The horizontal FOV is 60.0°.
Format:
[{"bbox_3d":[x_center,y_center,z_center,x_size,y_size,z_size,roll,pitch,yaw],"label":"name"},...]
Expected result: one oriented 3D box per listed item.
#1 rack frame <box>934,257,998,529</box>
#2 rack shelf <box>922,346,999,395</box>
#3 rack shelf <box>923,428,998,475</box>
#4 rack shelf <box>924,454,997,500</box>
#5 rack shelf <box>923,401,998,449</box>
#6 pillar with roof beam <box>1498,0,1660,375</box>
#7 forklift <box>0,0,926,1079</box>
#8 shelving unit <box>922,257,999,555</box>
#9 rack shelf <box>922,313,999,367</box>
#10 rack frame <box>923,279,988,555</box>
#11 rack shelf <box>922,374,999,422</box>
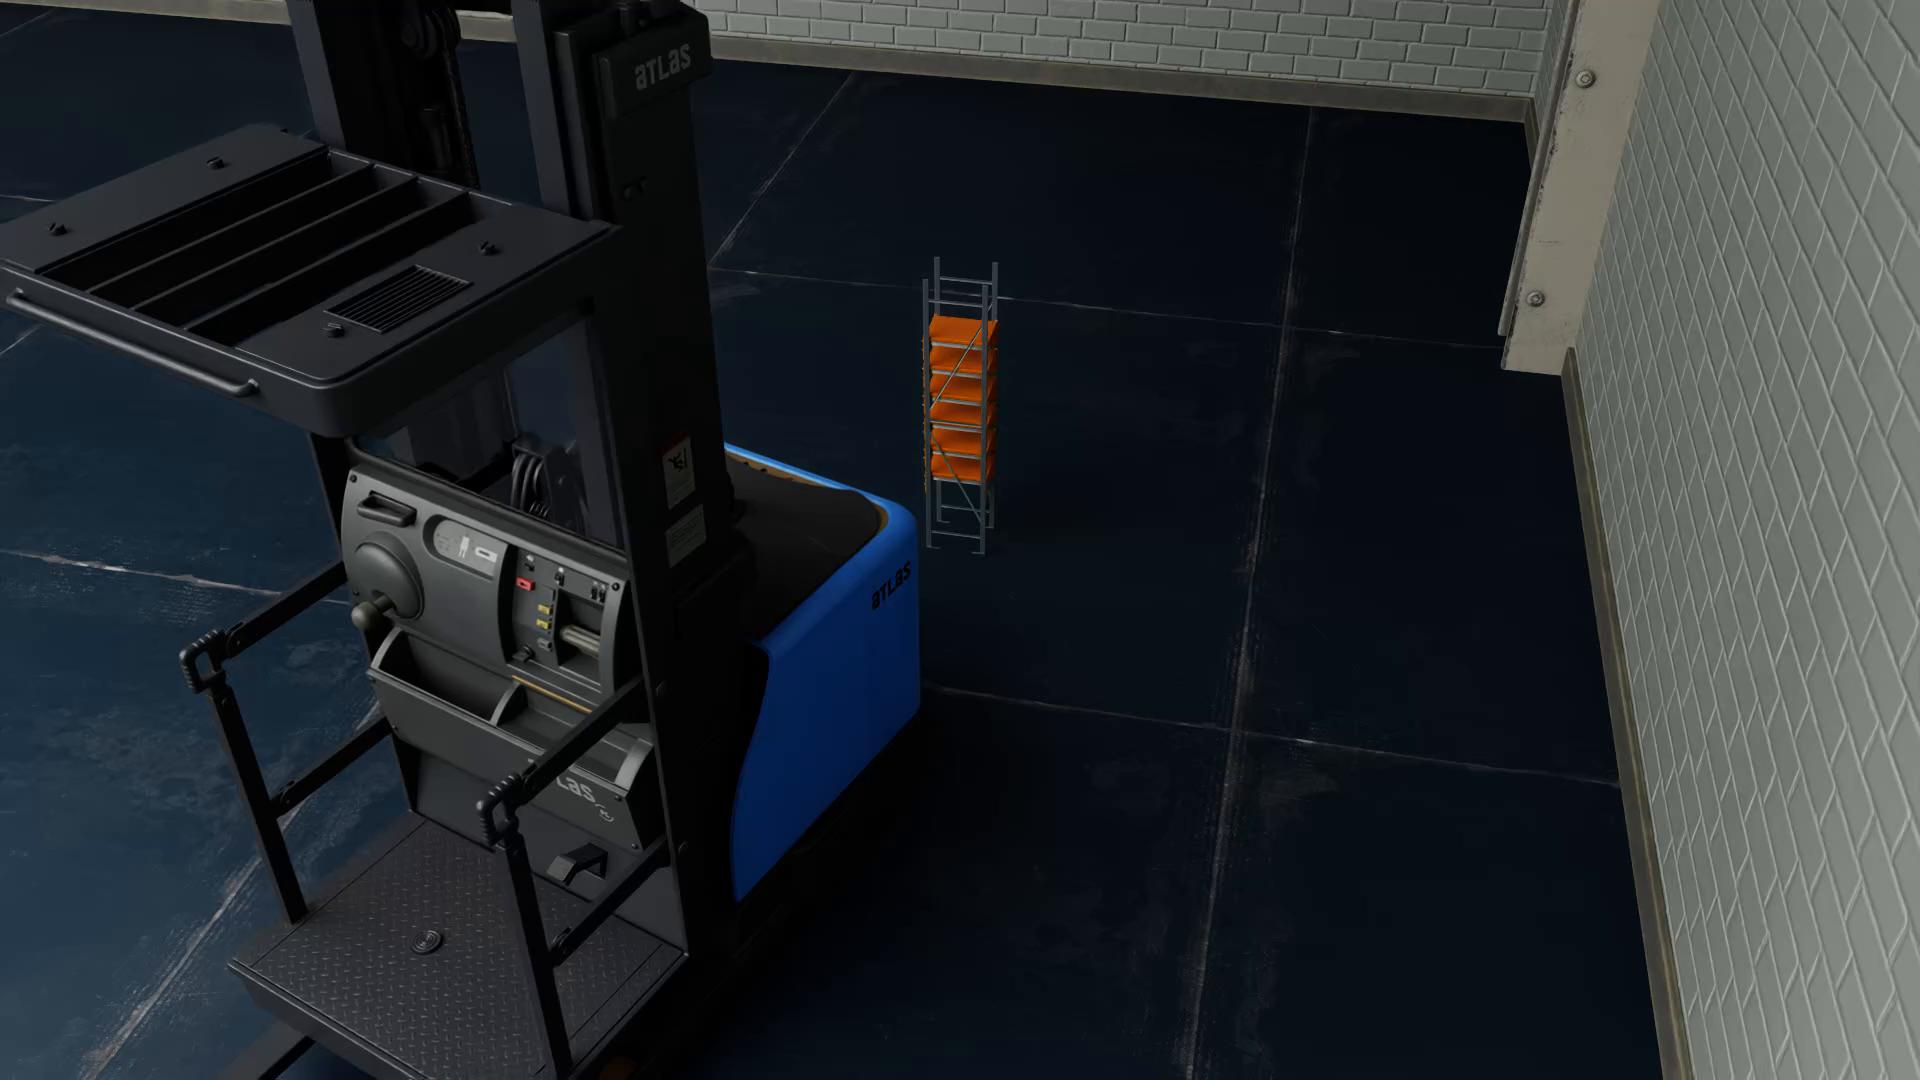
[{"bbox_3d":[0.023,-0.547,6.482,0.240,1.200,0.006,7,37,10],"label":"rack frame"},{"bbox_3d":[0.003,-0.652,6.295,0.258,0.103,0.180,7,37,10],"label":"rack shelf"},{"bbox_3d":[0.003,-0.361,6.506,0.258,0.103,0.180,7,37,10],"label":"rack shelf"},{"bbox_3d":[0.003,-0.264,6.576,0.258,0.103,0.180,7,37,10],"label":"rack shelf"},{"bbox_3d":[0.003,-0.458,6.435,0.258,0.103,0.180,7,37,10],"label":"rack shelf"},{"bbox_3d":[-1.452,-5.086,6.099,9.100,9.000,0.400,7,37,10],"label":"pillar with roof beam"},{"bbox_3d":[-1.309,0.181,4.003,1.130,2.935,3.031,20,40,25],"label":"forklift"},{"bbox_3d":[0.003,-0.494,6.409,0.258,1.200,0.189,7,37,10],"label":"shelving unit"},{"bbox_3d":[0.003,-0.750,6.224,0.258,0.103,0.180,7,37,10],"label":"rack shelf"},{"bbox_3d":[-0.016,-0.442,6.337,0.240,1.200,0.006,7,37,10],"label":"rack frame"},{"bbox_3d":[0.003,-0.555,6.365,0.258,0.103,0.180,7,37,10],"label":"rack shelf"}]
